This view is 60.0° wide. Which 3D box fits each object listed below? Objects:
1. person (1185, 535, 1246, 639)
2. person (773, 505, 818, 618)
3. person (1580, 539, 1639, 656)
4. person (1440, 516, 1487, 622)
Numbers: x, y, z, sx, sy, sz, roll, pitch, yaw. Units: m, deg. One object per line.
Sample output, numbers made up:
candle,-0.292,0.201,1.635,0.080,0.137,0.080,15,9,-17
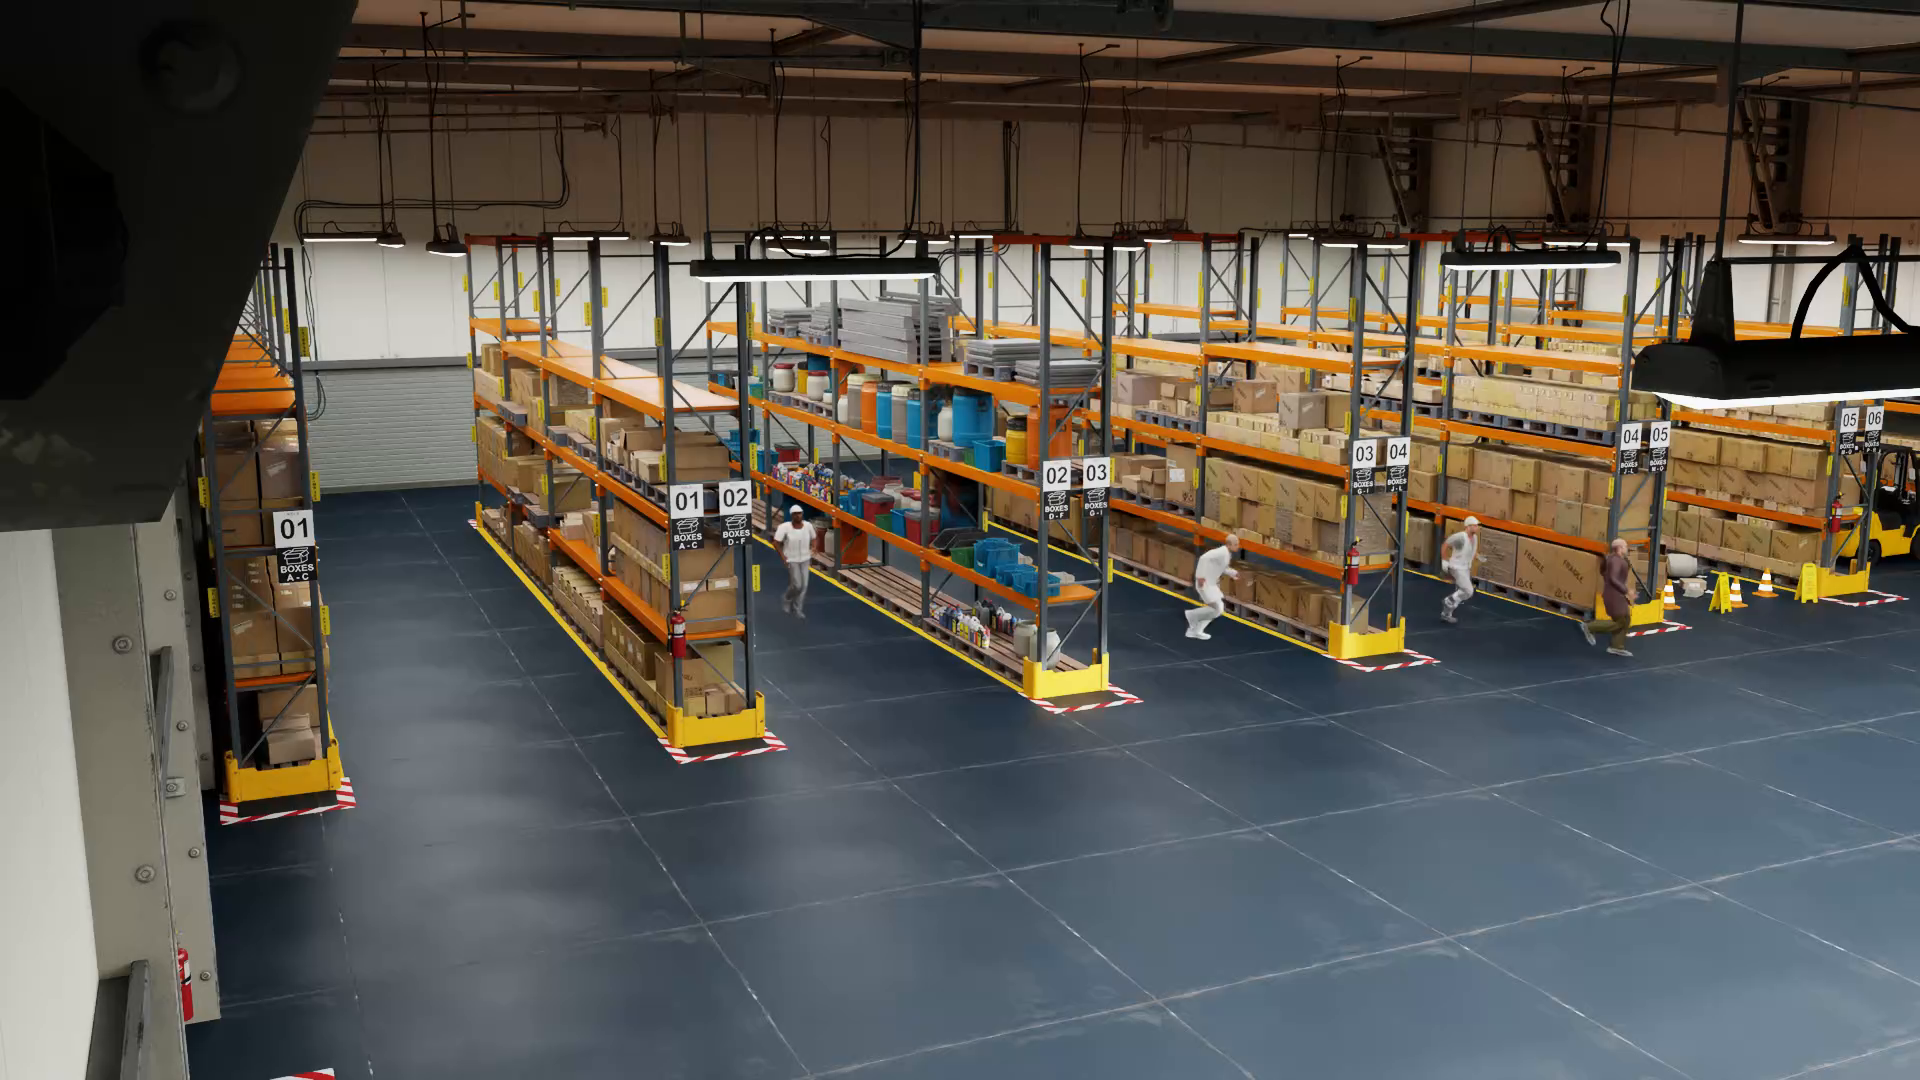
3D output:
person,3.701,0.700,24.182,0.868,1.605,0.737,5,12,25
person,-2.479,0.314,25.452,0.691,1.741,0.572,-6,12,-27
person,9.515,0.835,24.363,0.778,1.750,0.730,2,11,12
person,7.930,0.463,26.156,0.674,1.716,0.625,10,15,42
